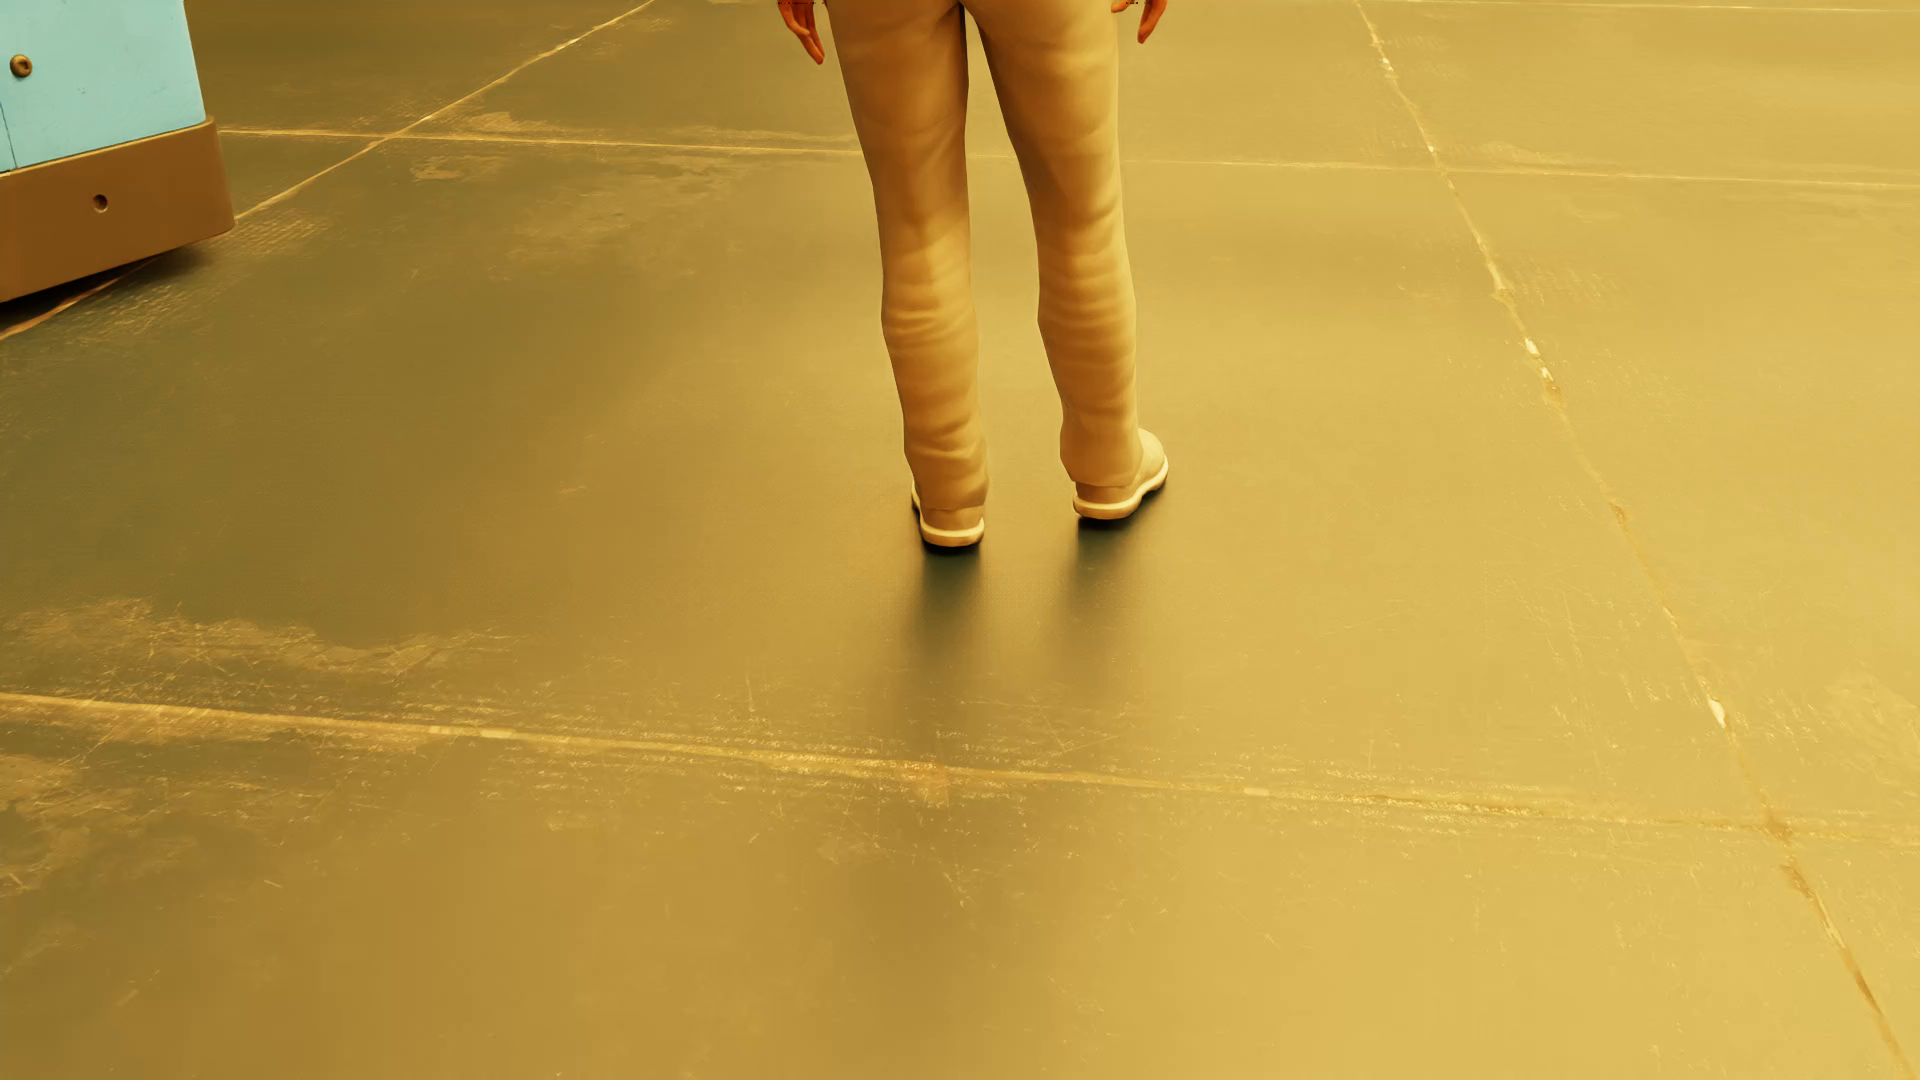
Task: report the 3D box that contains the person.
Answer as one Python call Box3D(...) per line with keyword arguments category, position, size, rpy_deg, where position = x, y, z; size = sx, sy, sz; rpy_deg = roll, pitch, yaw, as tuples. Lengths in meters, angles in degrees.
Box3D(category="person", position=(0.029, -0.797, 2.183), size=(0.570, 1.697, 0.528), rpy_deg=(3, 27, 7))

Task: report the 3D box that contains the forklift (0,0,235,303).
Box3D(category="forklift", position=(-3.187, -2.062, 3.351), size=(3.031, 2.935, 1.130), rpy_deg=(13, 29, 24))
